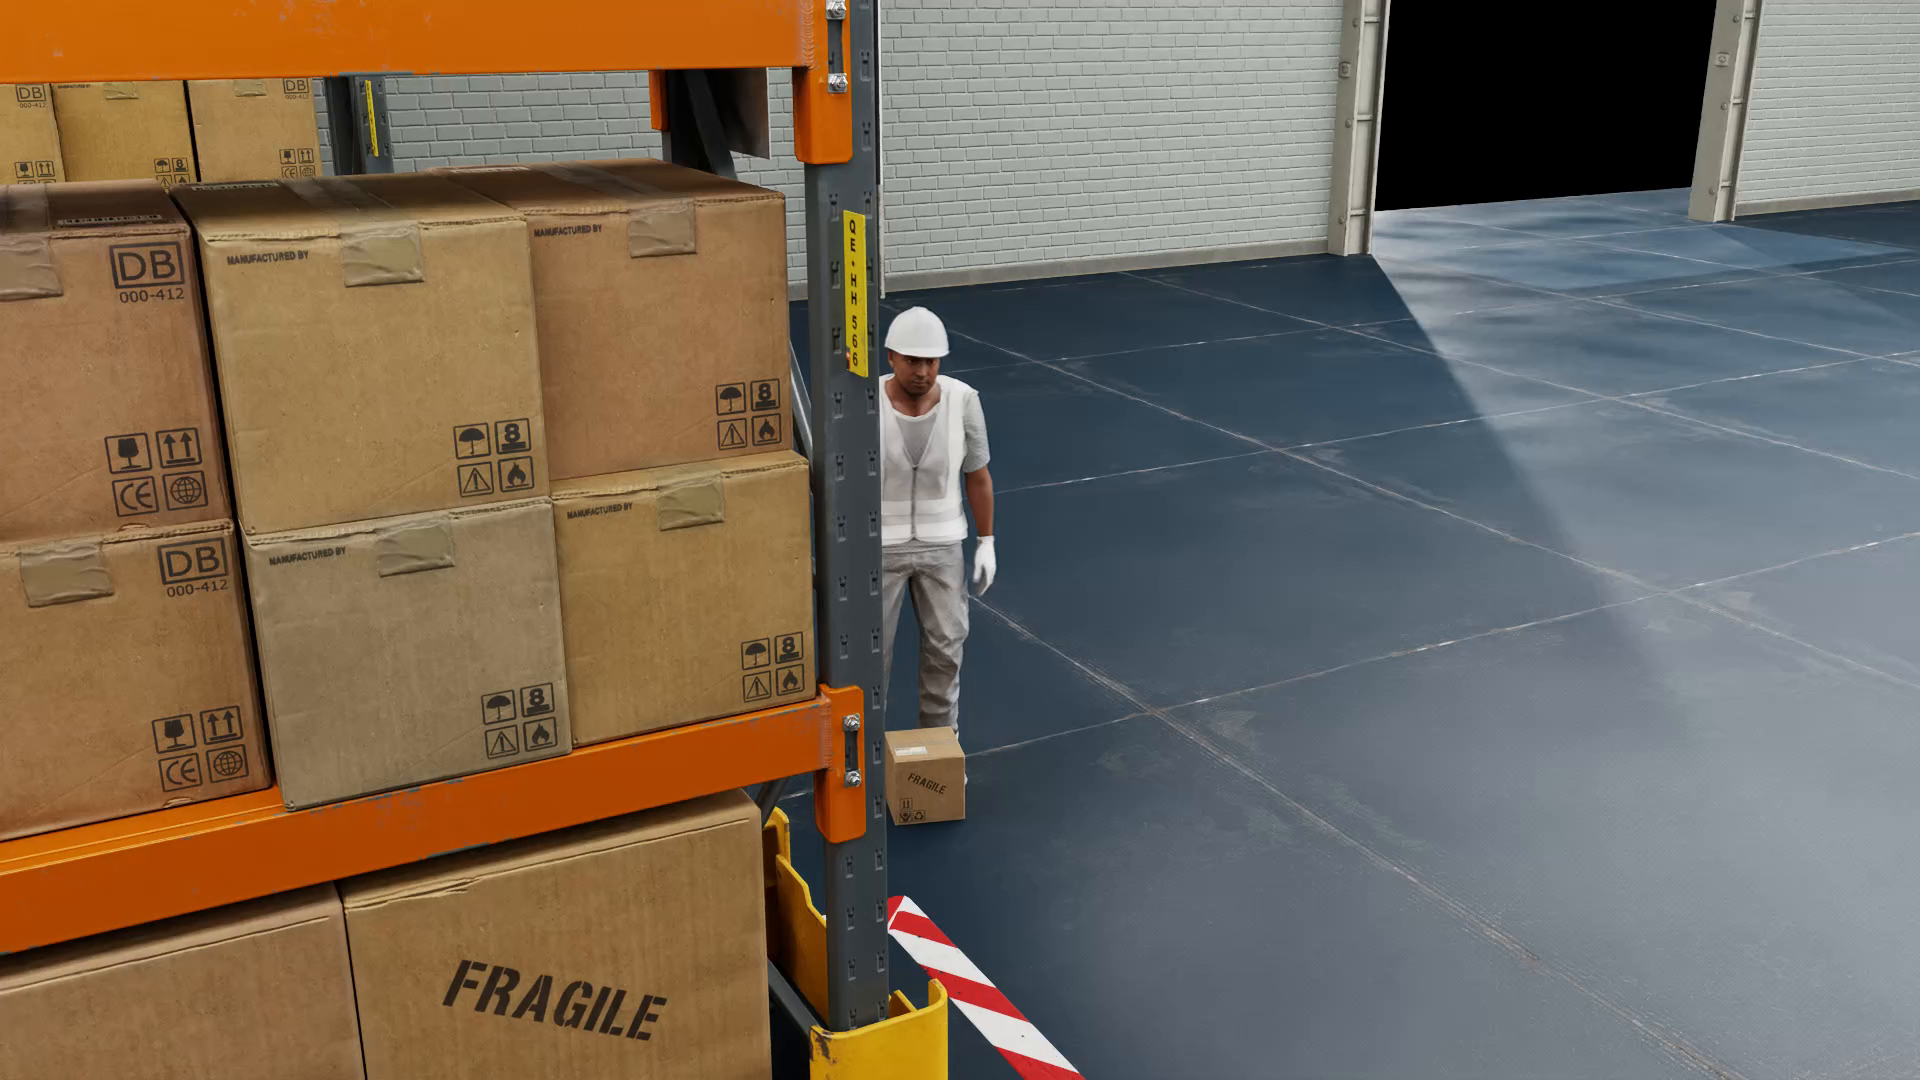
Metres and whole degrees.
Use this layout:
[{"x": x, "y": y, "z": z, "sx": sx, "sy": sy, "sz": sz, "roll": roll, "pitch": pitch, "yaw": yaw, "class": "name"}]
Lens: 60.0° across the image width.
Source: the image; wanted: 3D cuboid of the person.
[{"x": -0.178, "y": 0.047, "z": 5.899, "sx": 0.628, "sy": 1.774, "sz": 0.453, "roll": -4, "pitch": 19, "yaw": -11, "class": "person"}]
